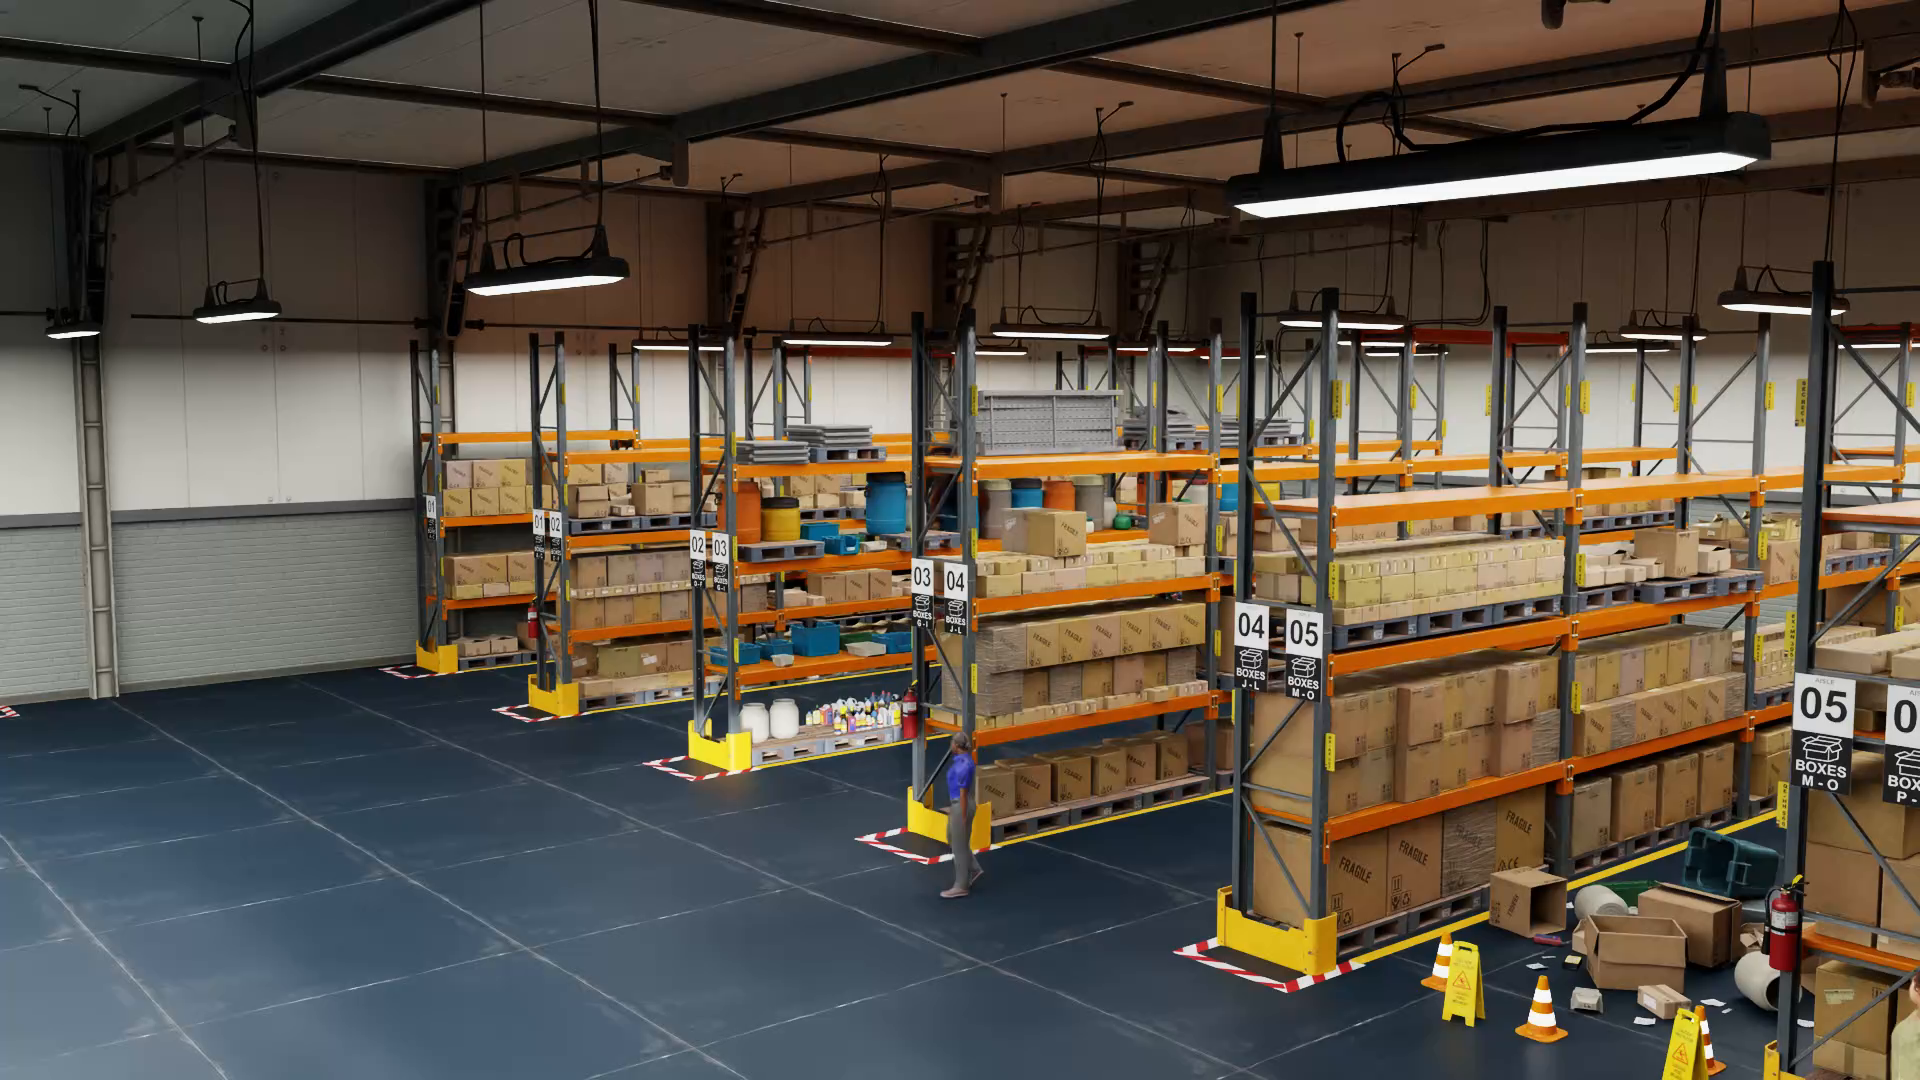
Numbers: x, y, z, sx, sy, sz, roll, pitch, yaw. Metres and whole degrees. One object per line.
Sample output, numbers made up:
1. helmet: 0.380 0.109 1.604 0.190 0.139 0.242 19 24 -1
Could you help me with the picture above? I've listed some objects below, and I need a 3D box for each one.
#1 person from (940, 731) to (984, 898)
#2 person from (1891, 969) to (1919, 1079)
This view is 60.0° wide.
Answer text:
1. person: 0.023 2.773 16.926 0.432 1.684 0.497 0 5 3
2. person: 5.739 3.406 10.010 0.448 1.670 0.519 0 5 5
